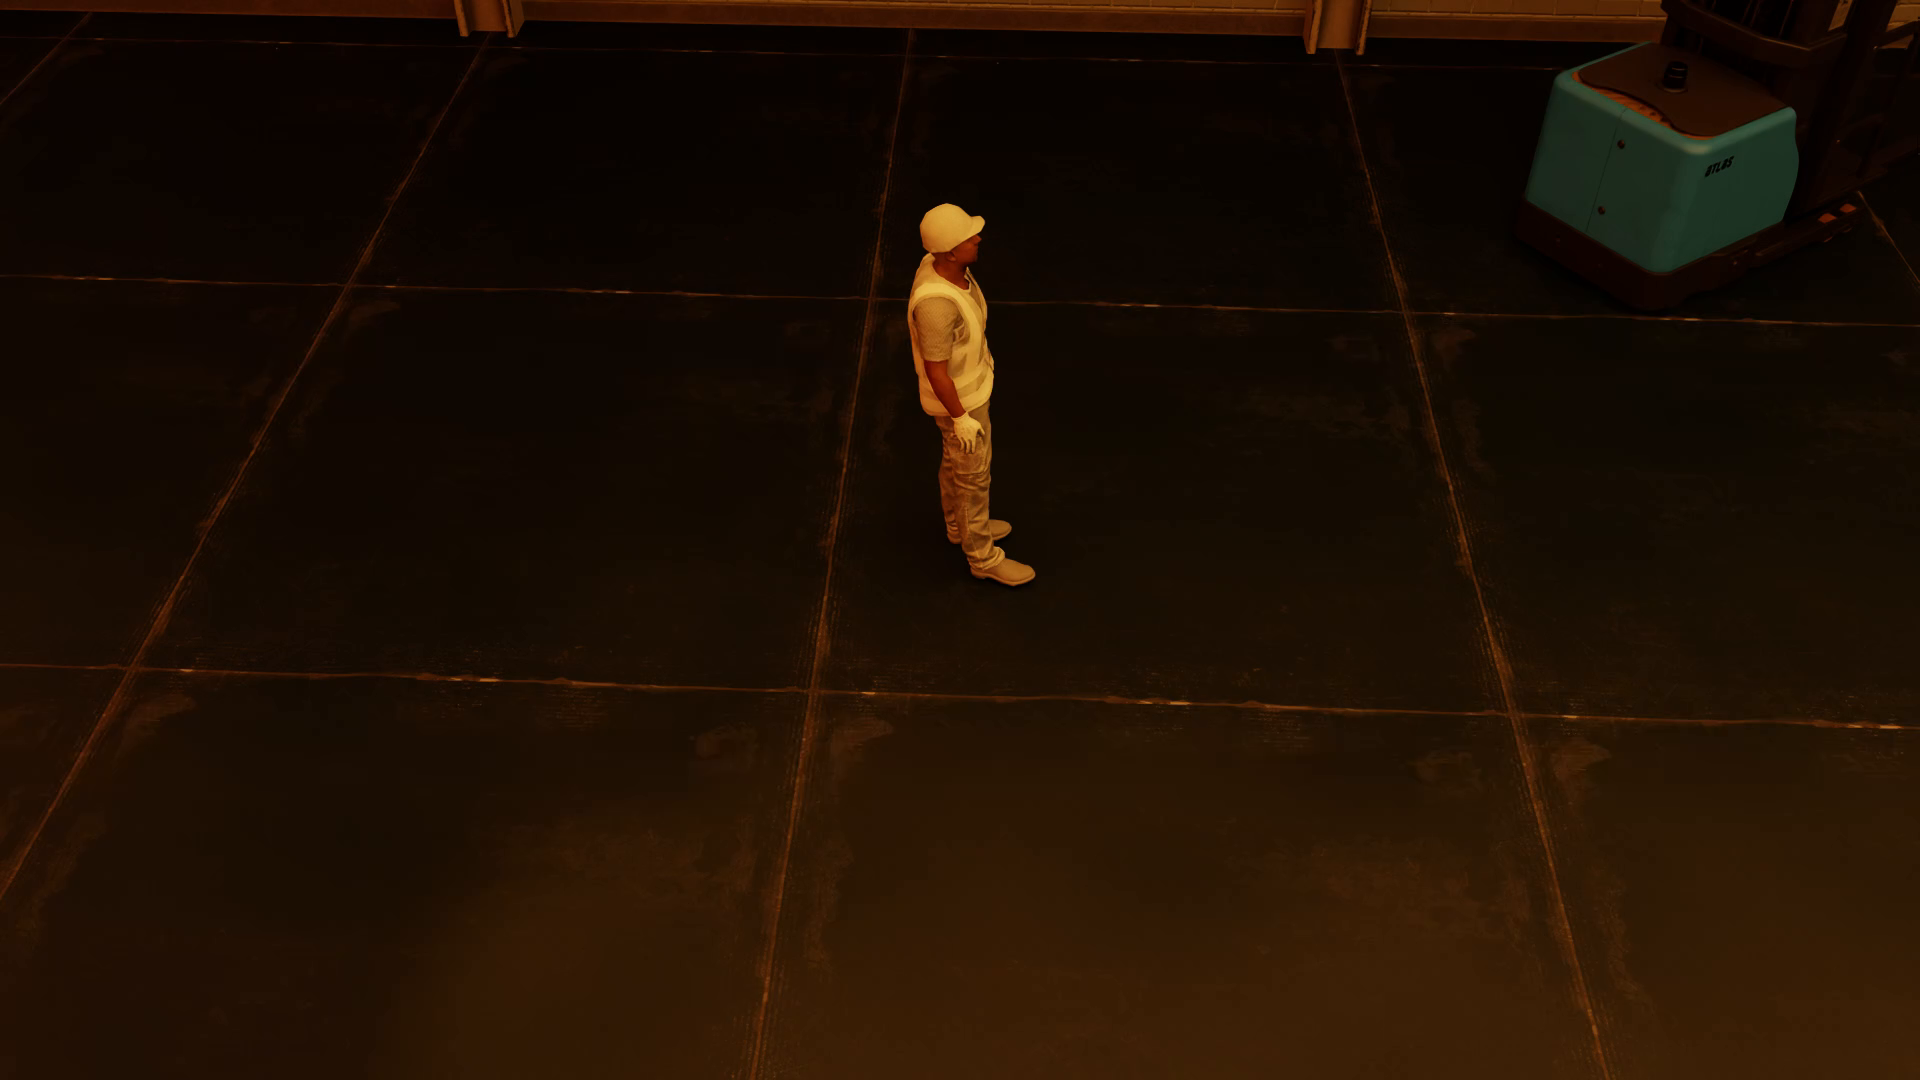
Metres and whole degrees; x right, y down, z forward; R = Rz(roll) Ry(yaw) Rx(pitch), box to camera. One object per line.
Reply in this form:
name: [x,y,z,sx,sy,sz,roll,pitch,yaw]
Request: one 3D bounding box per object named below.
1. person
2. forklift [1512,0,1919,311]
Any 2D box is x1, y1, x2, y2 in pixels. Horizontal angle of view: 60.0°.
person: [0.072,-0.656,7.301,0.575,1.785,0.657,2,42,2]
forklift: [4.766,-3.119,9.159,3.031,2.935,1.130,-24,47,-24]
